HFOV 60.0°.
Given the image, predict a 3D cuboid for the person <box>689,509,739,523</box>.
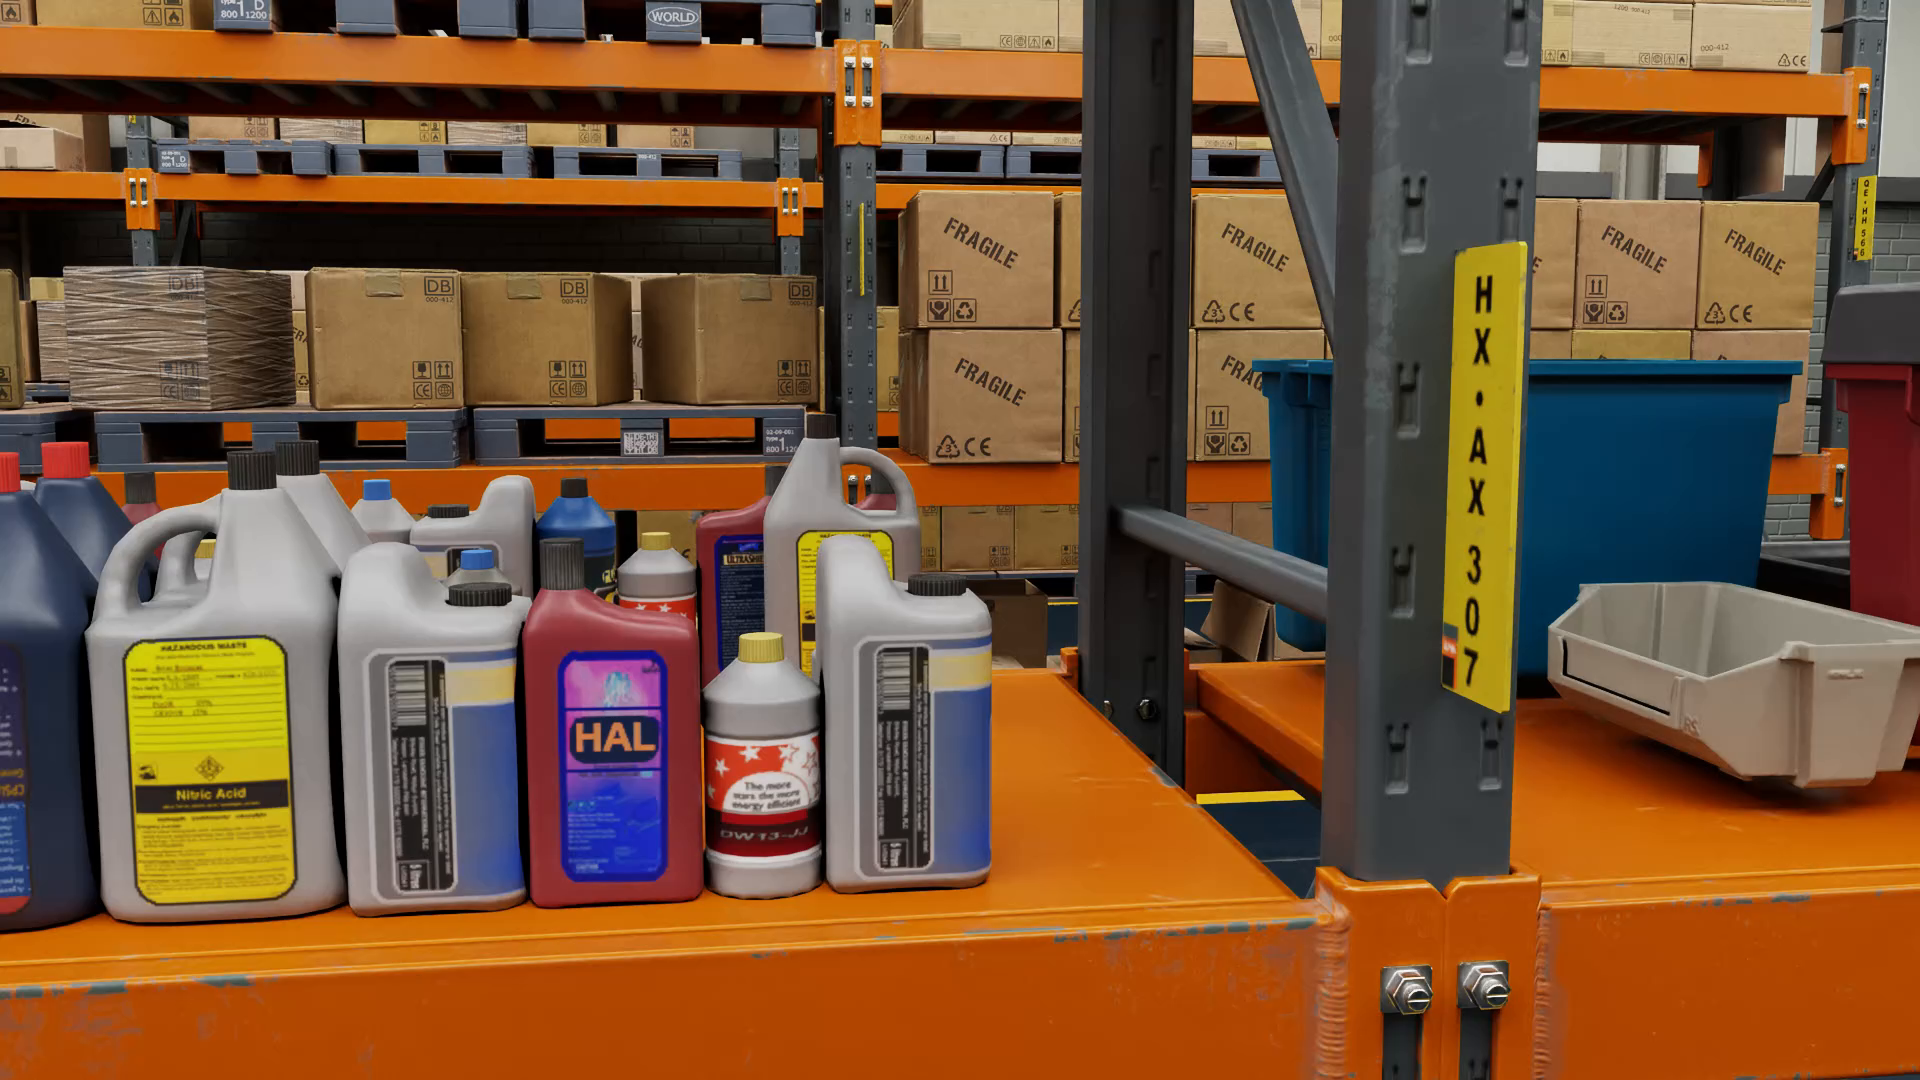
[{"bbox_3d":[-0.906,0.237,8.133,0.823,1.133,0.538,-1,7,-10],"label":"person"}]
